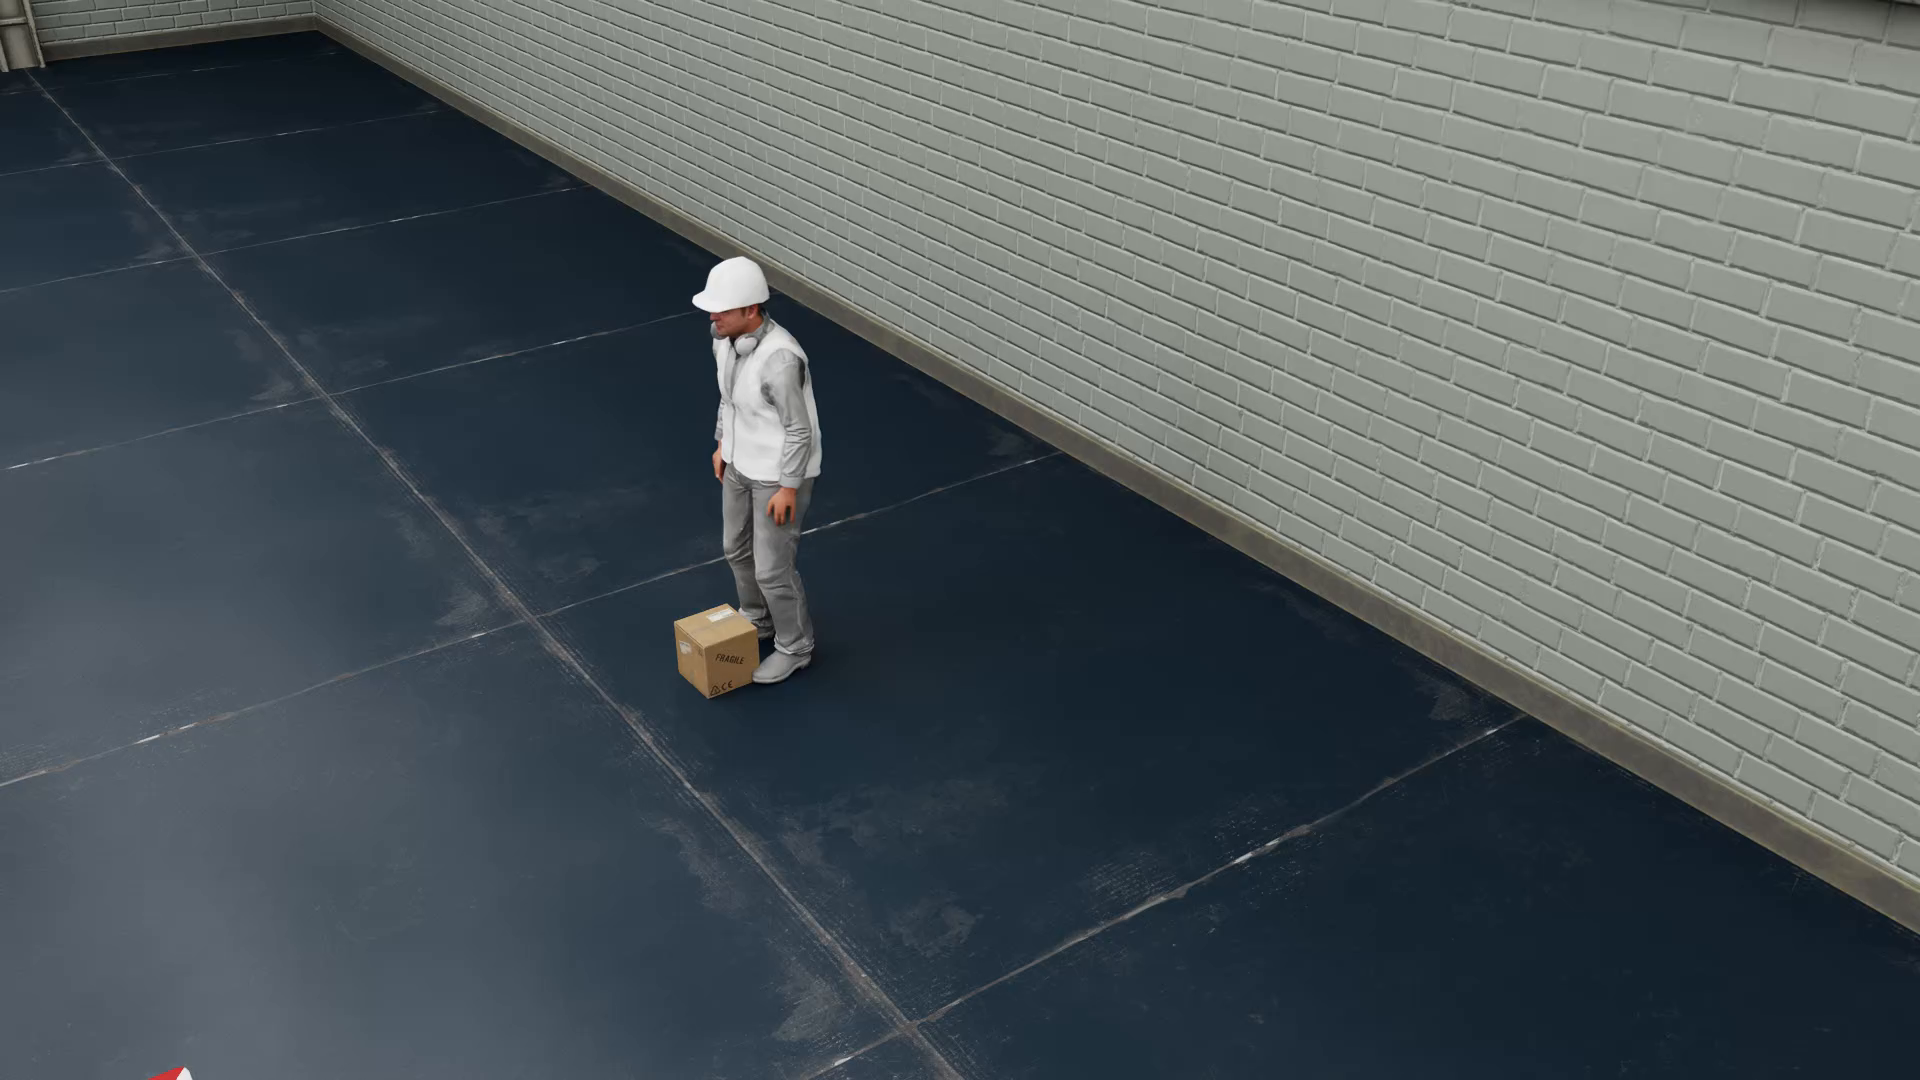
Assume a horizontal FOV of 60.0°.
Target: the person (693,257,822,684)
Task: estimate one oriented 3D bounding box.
[{"bbox_3d":[-0.797,-0.287,6.626,0.465,1.771,0.581,-19,34,-31],"label":"person"}]
